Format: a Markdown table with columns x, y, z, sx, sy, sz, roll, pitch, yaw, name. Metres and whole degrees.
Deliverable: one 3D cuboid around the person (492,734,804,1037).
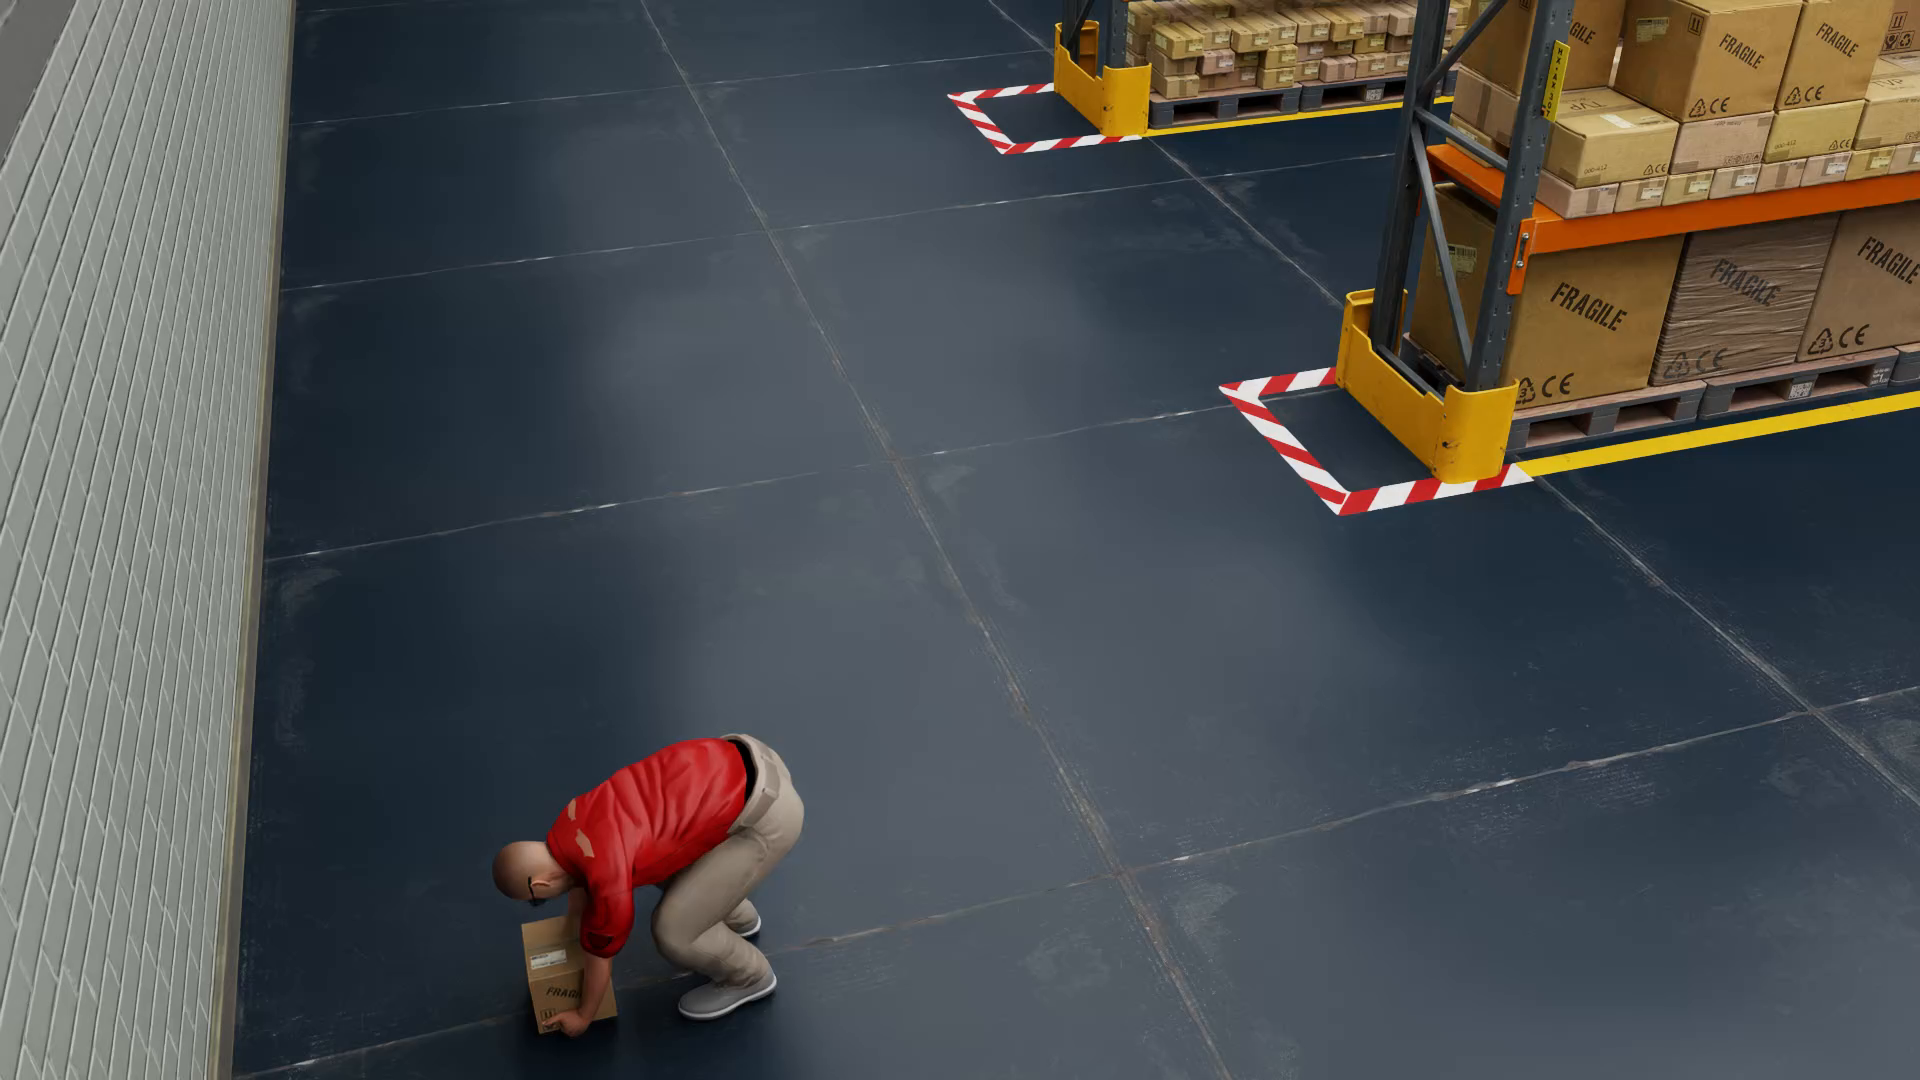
| x | y | z | sx | sy | sz | roll | pitch | yaw | name |
| --- | --- | --- | --- | --- | --- | --- | --- | --- | --- |
| -0.962 | 1.104 | 5.277 | 0.956 | 0.868 | 0.542 | -12 | 35 | -17 | person |
